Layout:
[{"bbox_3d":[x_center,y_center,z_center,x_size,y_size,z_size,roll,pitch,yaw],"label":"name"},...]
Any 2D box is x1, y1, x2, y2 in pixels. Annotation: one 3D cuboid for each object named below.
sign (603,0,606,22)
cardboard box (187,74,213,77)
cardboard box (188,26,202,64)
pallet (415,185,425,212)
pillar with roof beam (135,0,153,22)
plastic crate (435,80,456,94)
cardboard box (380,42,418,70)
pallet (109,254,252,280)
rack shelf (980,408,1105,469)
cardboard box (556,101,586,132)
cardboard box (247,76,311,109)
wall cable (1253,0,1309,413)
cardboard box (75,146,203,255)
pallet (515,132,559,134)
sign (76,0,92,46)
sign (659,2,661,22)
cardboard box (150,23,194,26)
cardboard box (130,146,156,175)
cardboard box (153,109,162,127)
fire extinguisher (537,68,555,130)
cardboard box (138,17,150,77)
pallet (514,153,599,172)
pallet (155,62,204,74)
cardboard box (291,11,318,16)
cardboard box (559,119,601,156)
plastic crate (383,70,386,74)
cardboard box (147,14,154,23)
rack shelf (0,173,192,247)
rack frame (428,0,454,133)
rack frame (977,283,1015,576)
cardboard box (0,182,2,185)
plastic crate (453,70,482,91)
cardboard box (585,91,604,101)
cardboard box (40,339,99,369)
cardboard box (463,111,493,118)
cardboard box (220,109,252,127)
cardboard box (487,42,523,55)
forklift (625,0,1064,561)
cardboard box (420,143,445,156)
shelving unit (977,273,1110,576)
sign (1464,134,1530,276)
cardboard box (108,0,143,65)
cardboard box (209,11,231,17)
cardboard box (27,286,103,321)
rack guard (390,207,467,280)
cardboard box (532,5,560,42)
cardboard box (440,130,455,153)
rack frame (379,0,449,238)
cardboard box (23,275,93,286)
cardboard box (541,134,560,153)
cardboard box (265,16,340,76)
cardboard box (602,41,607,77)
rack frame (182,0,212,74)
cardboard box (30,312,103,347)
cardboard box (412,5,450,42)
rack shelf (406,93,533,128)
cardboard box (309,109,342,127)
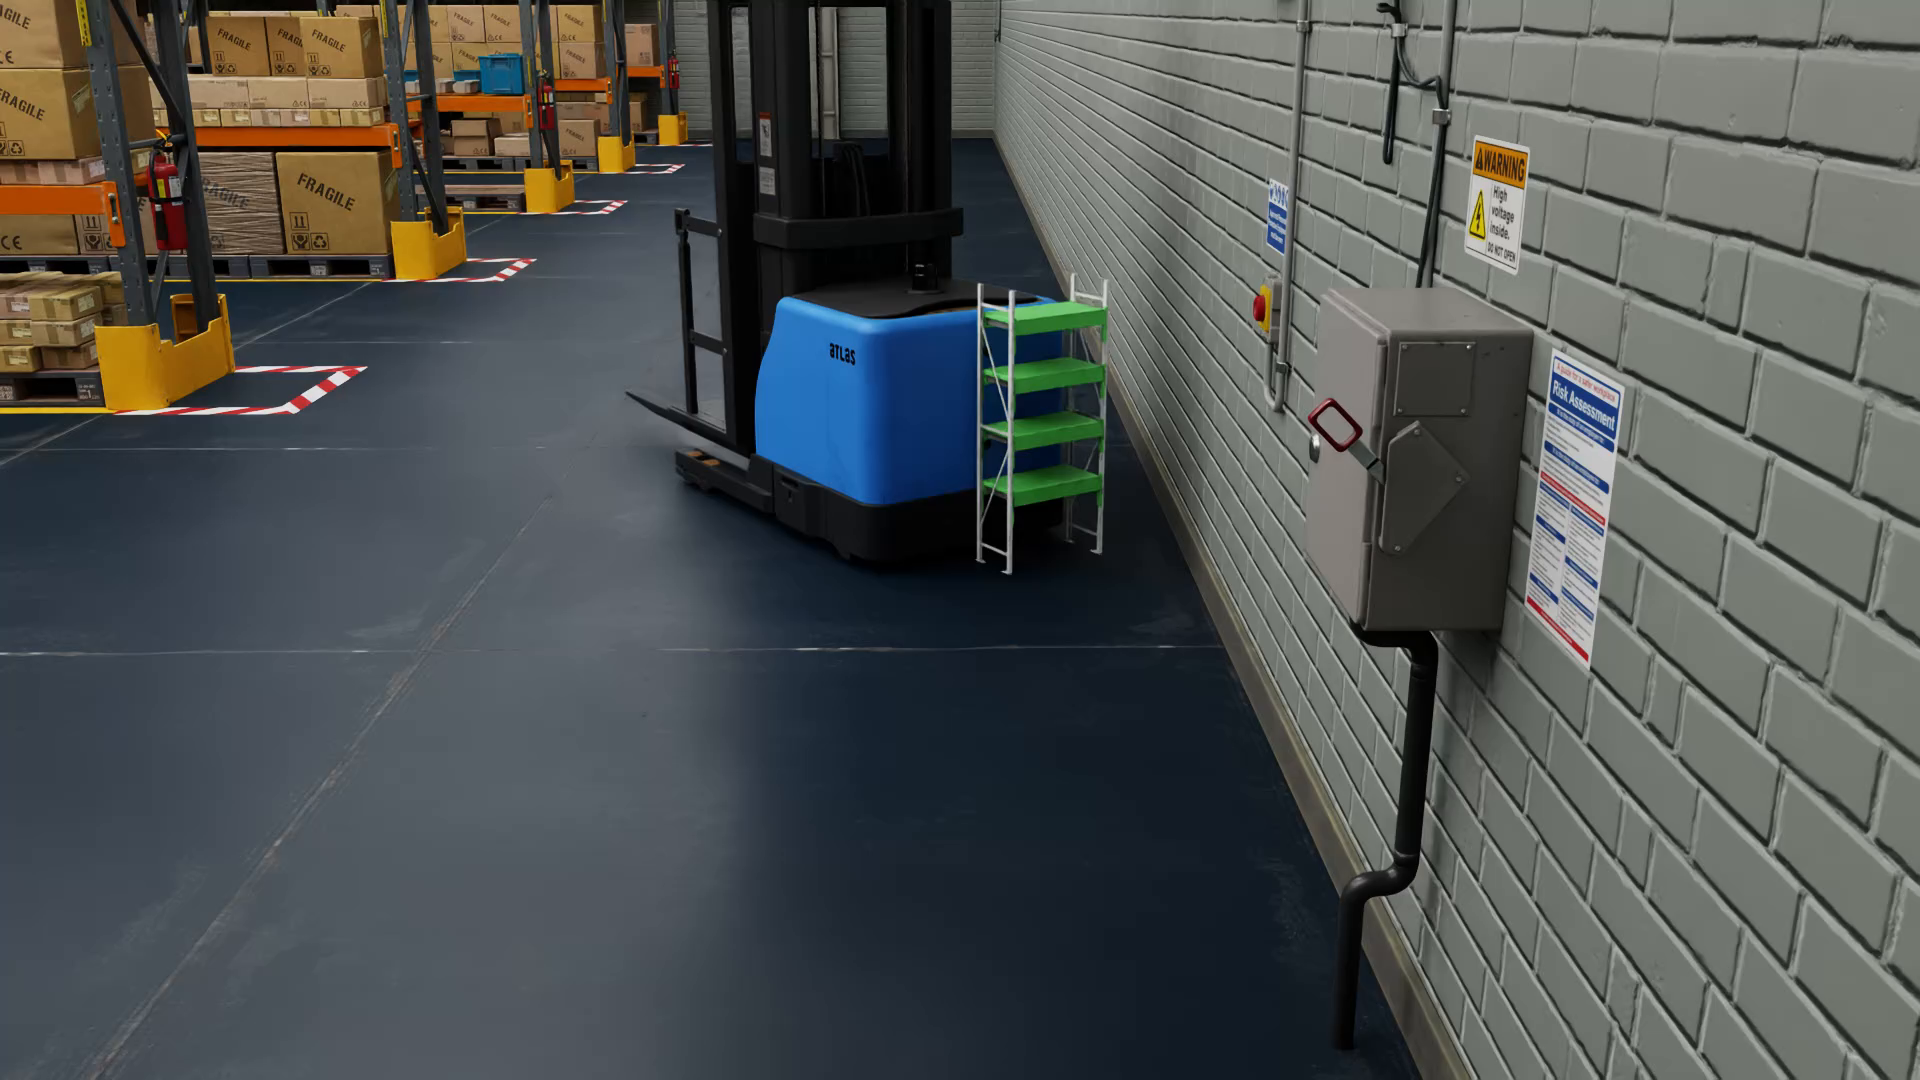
[{"bbox_3d":[-4.992,-7.449,23.371,0.005,0.325,0.100,0,18,-1],"label":"sign"},{"bbox_3d":[-6.856,-4.032,14.889,0.500,0.250,0.500,-1,18,-2],"label":"cardboard box"},{"bbox_3d":[-10.746,-7.118,23.900,0.500,0.500,0.700,-5,18,-15],"label":"cardboard box"},{"bbox_3d":[-6.948,-4.079,19.843,1.213,0.211,1.003,0,18,-1],"label":"pallet"},{"bbox_3d":[-14.307,-10.191,24.510,0.400,9.000,9.100,0,18,-1],"label":"pillar with roof beam"},{"bbox_3d":[-6.009,-5.251,19.264,0.243,0.136,0.396,0,18,-1],"label":"plastic crate"},{"bbox_3d":[-7.954,-6.868,23.808,0.500,0.500,0.500,0,18,0],"label":"cardboard box"},{"bbox_3d":[-6.843,-2.531,15.017,1.213,0.211,1.003,0,18,-1],"label":"pallet"},{"bbox_3d":[0.348,-0.434,7.071,0.480,0.148,0.258,-12,21,-33],"label":"rack shelf"},{"bbox_3d":[-6.764,-7.401,29.037,0.500,0.500,0.700,-1,18,-3],"label":"cardboard box"},{"bbox_3d":[-5.815,-3.876,14.403,0.500,0.250,0.500,-1,18,-2],"label":"cardboard box"},{"bbox_3d":[0.966,-1.398,5.205,0.123,1.953,0.585,0,18,-1],"label":"wall cable"},{"bbox_3d":[-7.266,-3.044,14.840,0.875,0.875,0.875,0,18,-1],"label":"cardboard box"},{"bbox_3d":[-7.078,-7.070,29.165,1.213,0.211,1.003,0,18,-1],"label":"pallet"},{"bbox_3d":[-4.862,-2.908,9.215,0.005,0.325,0.100,0,18,-1],"label":"sign"},{"bbox_3d":[-5.068,-8.928,28.111,0.005,0.325,0.100,0,18,-1],"label":"sign"},{"bbox_3d":[-13.531,-8.643,28.622,0.500,0.500,0.700,-2,18,-7],"label":"cardboard box"},{"bbox_3d":[-5.180,-2.355,10.315,0.250,0.149,0.380,0,18,-1],"label":"cardboard box"},{"bbox_3d":[-6.968,-3.661,14.384,0.250,0.149,0.380,-1,18,-2],"label":"cardboard box"},{"bbox_3d":[-4.748,-5.052,19.047,0.183,0.674,0.296,0,18,-1],"label":"fire extinguisher"},{"bbox_3d":[-7.332,-4.228,14.272,0.500,0.500,0.500,-1,18,-3],"label":"cardboard box"},{"bbox_3d":[-5.854,-5.585,24.537,1.213,0.211,1.003,0,18,-1],"label":"pallet"},{"bbox_3d":[-11.035,-6.798,24.067,1.213,0.211,1.003,0,18,-1],"label":"pallet"},{"bbox_3d":[-11.056,-8.882,28.337,0.500,0.250,0.500,-1,18,-2],"label":"cardboard box"},{"bbox_3d":[-5.520,-5.859,24.197,0.500,0.500,0.500,0,18,-1],"label":"cardboard box"},{"bbox_3d":[-6.775,-5.445,19.710,0.300,0.233,0.416,0,18,-1],"label":"plastic crate"},{"bbox_3d":[-13.727,-8.941,28.486,0.250,0.149,0.380,-3,18,-10],"label":"cardboard box"},{"bbox_3d":[-6.850,-2.024,10.049,4.000,0.370,1.077,0,18,-1],"label":"rack shelf"},{"bbox_3d":[-9.062,-8.411,28.781,0.127,3.000,1.000,0,18,-1],"label":"rack frame"},{"bbox_3d":[0.147,-0.453,6.920,0.015,1.200,0.240,-12,21,-33],"label":"rack frame"},{"bbox_3d":[-5.672,-2.173,9.747,0.250,0.149,0.380,0,18,-1],"label":"cardboard box"},{"bbox_3d":[-5.816,-5.449,19.725,0.300,0.233,0.416,0,18,-1],"label":"plastic crate"},{"bbox_3d":[-6.396,-7.773,29.134,0.250,0.149,0.380,0,18,0],"label":"cardboard box"},{"bbox_3d":[-5.374,-1.152,10.134,0.250,0.149,0.380,0,18,0],"label":"cardboard box"},{"bbox_3d":[-8.313,-7.393,29.012,0.500,0.500,0.700,0,18,0],"label":"cardboard box"},{"bbox_3d":[-6.200,-3.664,14.396,0.250,0.149,0.380,-1,18,-2],"label":"cardboard box"},{"bbox_3d":[-6.442,-6.875,23.830,0.500,0.500,0.500,0,18,0],"label":"cardboard box"},{"bbox_3d":[-0.771,-1.700,7.974,1.130,2.935,3.031,-12,21,-32],"label":"forklift"},{"bbox_3d":[-7.692,-5.701,24.253,0.250,0.166,0.380,0,18,-1],"label":"cardboard box"},{"bbox_3d":[0.348,-0.495,7.052,0.503,1.200,0.258,-12,21,-33],"label":"shelving unit"},{"bbox_3d":[1.060,-0.668,3.292,0.001,0.242,0.339,0,18,-1],"label":"sign"},{"bbox_3d":[-5.304,-3.121,10.002,0.500,0.500,0.500,0,18,-1],"label":"cardboard box"},{"bbox_3d":[-12.575,-8.871,28.304,0.500,0.250,0.500,0,18,0],"label":"cardboard box"},{"bbox_3d":[-5.376,-1.422,10.000,0.250,0.149,0.380,0,18,0],"label":"cardboard box"},{"bbox_3d":[-4.804,-2.701,15.075,0.348,0.500,1.175,0,18,-1],"label":"rack guard"},{"bbox_3d":[-5.926,-7.352,23.680,0.500,0.500,0.500,0,18,1],"label":"cardboard box"},{"bbox_3d":[-7.665,-5.920,24.698,0.500,0.311,0.500,0,18,-1],"label":"cardboard box"},{"bbox_3d":[-4.828,-3.892,14.693,0.127,3.000,1.000,0,18,-1],"label":"rack frame"},{"bbox_3d":[-5.654,-1.565,10.446,0.250,0.149,0.380,0,18,0],"label":"cardboard box"},{"bbox_3d":[-6.029,-5.899,24.732,0.500,0.250,0.500,0,18,-1],"label":"cardboard box"},{"bbox_3d":[-5.812,-4.397,14.798,0.500,0.500,0.500,-1,18,-2],"label":"cardboard box"},{"bbox_3d":[-5.428,-7.043,24.354,0.500,0.500,0.500,0,18,0],"label":"cardboard box"},{"bbox_3d":[-8.906,-5.385,19.348,0.127,3.000,1.000,0,18,-1],"label":"rack frame"},{"bbox_3d":[-5.374,-1.271,10.015,0.250,0.149,0.380,-1,18,-2],"label":"cardboard box"},{"bbox_3d":[-7.475,-7.343,23.651,0.500,0.500,0.500,-1,18,-2],"label":"cardboard box"},{"bbox_3d":[-6.906,-5.052,19.488,4.000,0.370,1.077,0,18,-1],"label":"rack shelf"},{"bbox_3d":[-5.439,-3.668,14.407,0.250,0.149,0.380,0,18,0],"label":"cardboard box"}]
